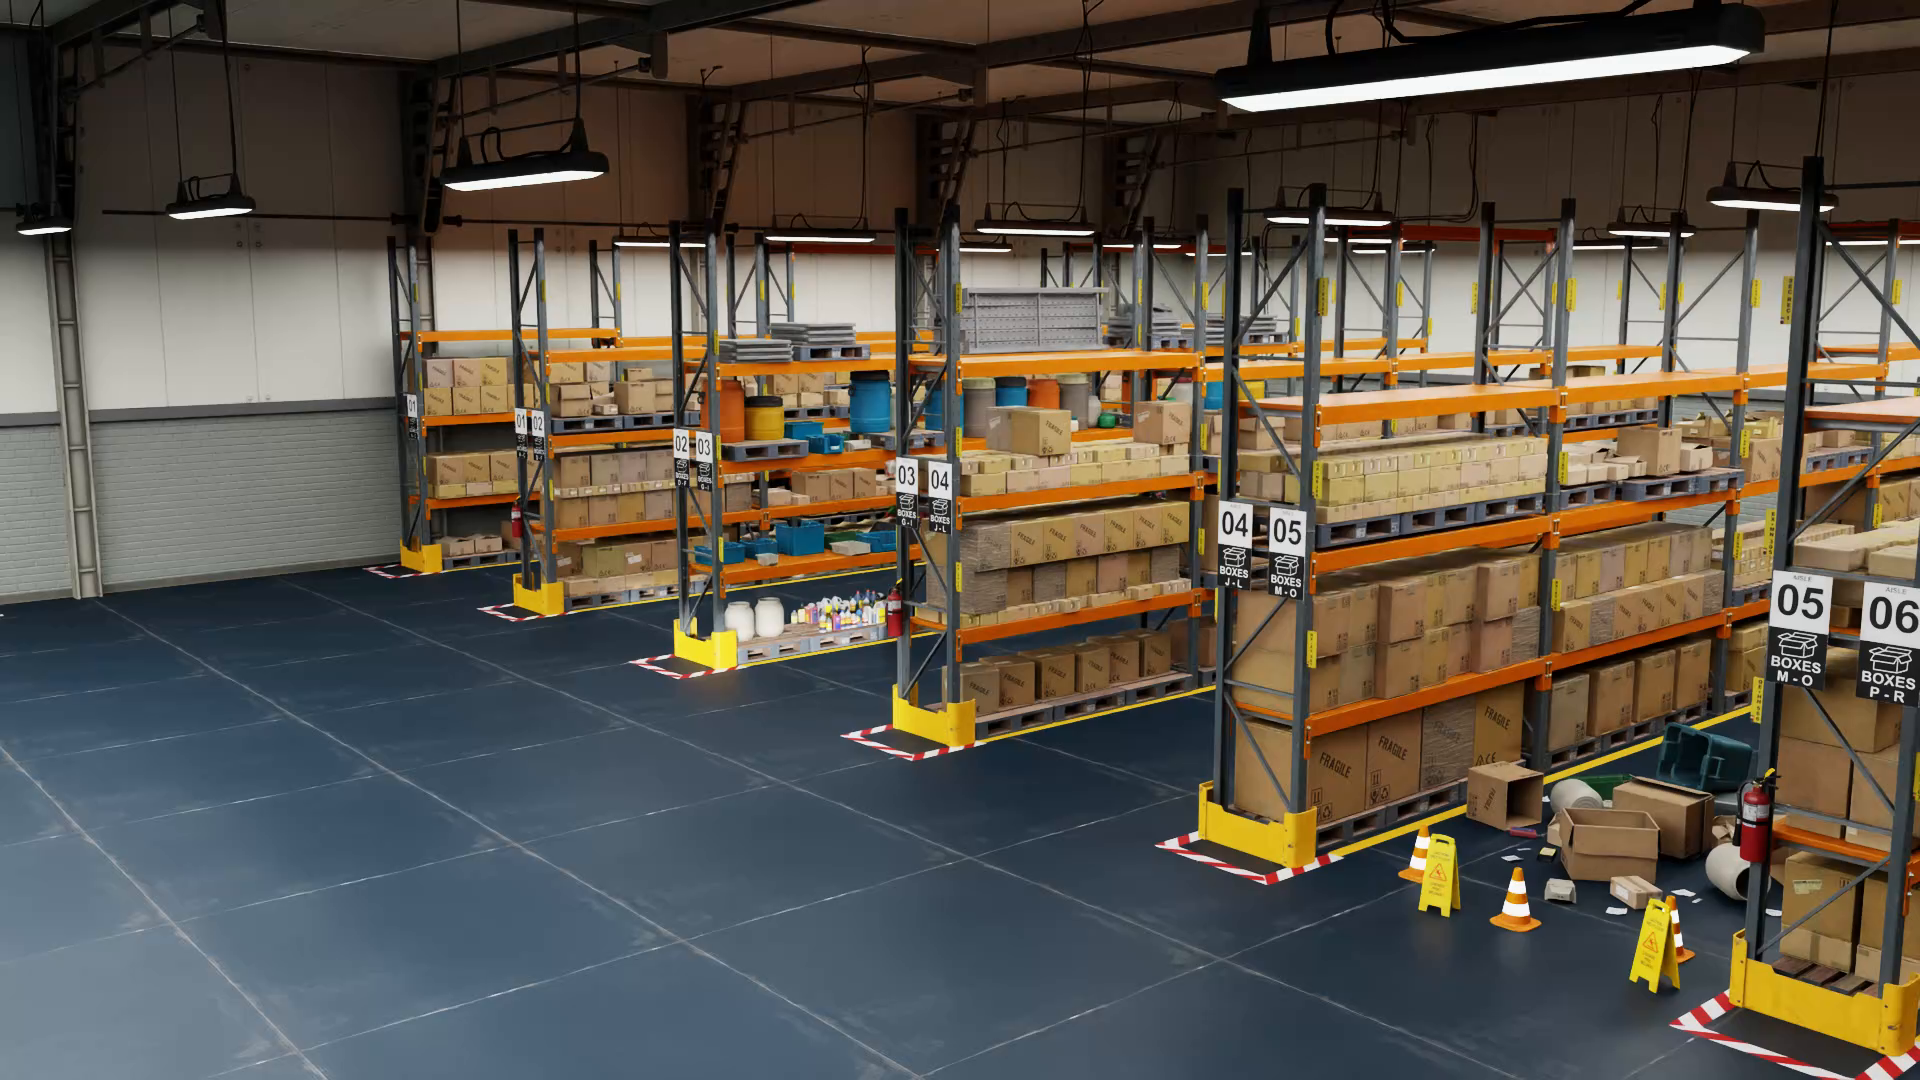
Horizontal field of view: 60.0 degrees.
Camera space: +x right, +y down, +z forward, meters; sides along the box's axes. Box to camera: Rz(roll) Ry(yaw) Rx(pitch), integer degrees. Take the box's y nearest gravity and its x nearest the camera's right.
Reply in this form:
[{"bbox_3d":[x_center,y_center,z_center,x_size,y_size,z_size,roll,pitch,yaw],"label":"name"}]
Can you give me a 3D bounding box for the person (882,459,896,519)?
[{"bbox_3d":[-1.454,-1.066,34.864,0.509,1.789,0.589,-1,9,-6],"label":"person"}]
